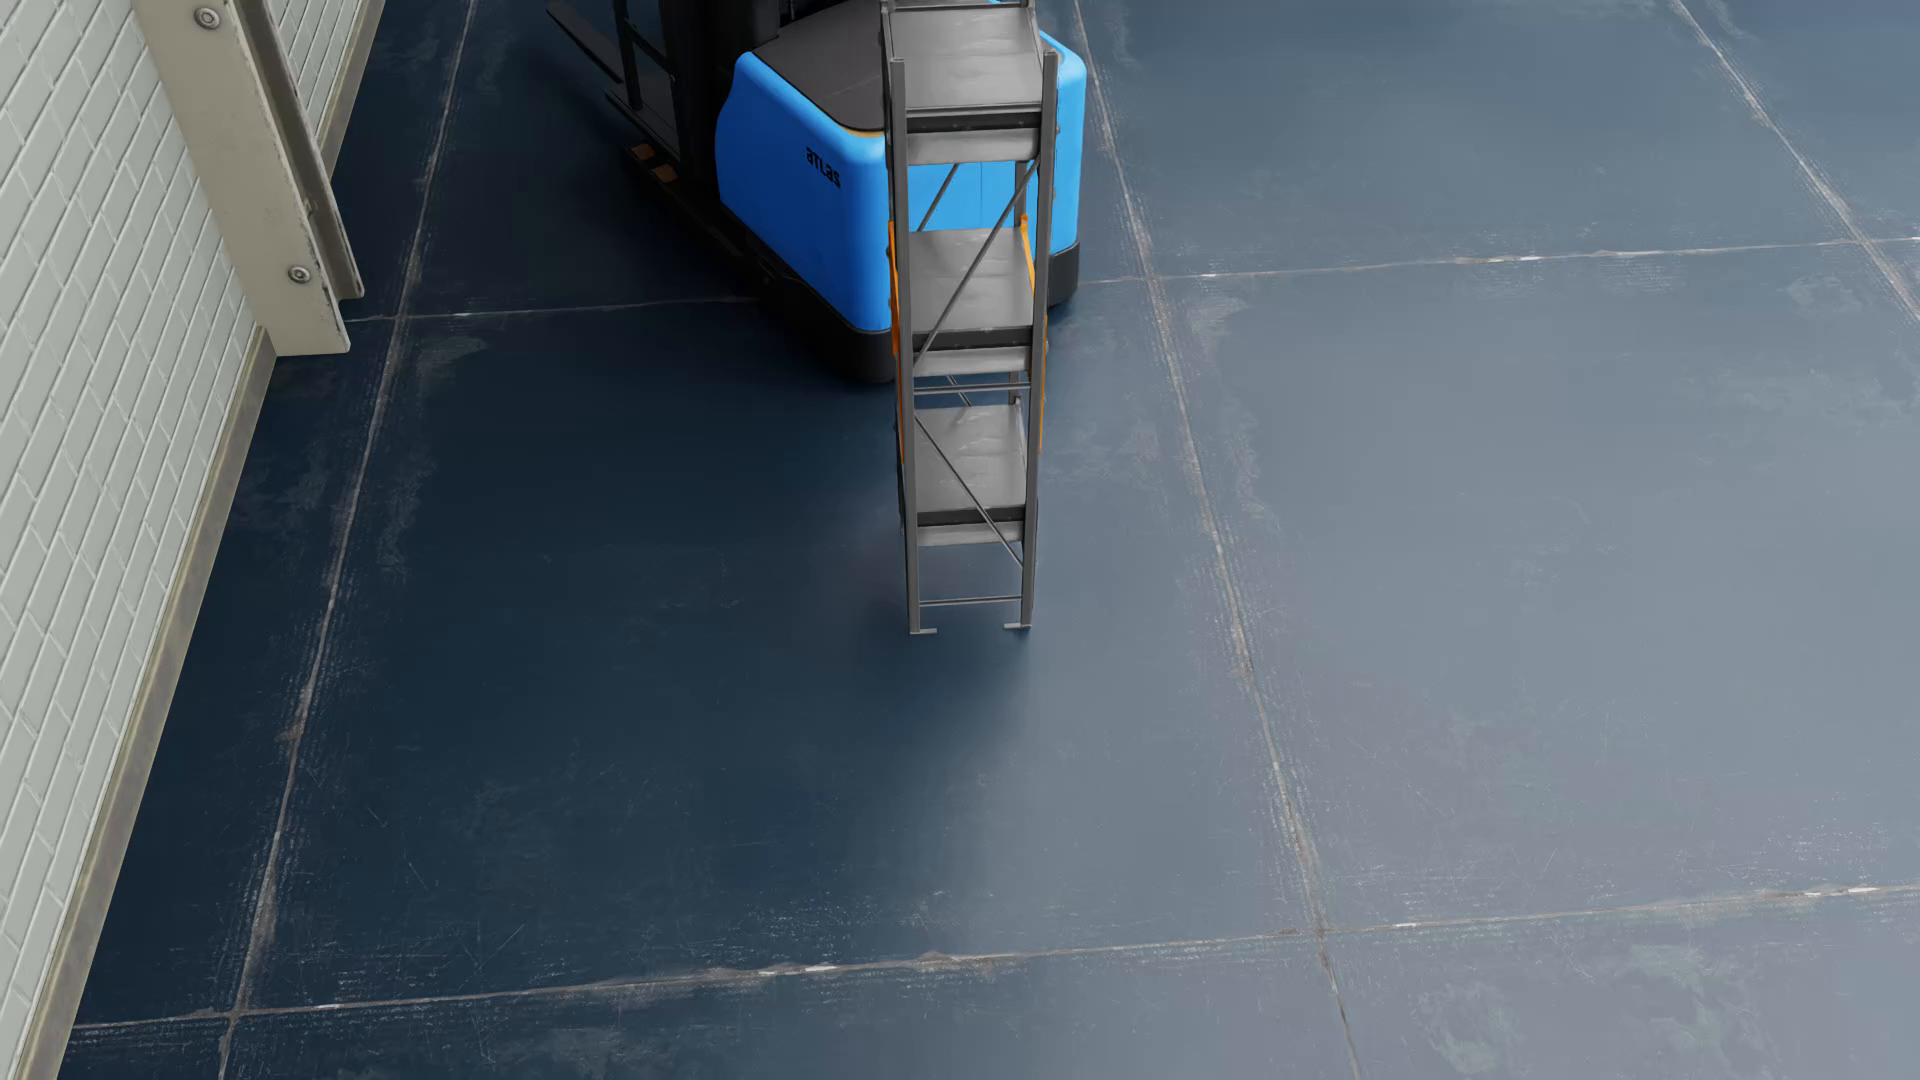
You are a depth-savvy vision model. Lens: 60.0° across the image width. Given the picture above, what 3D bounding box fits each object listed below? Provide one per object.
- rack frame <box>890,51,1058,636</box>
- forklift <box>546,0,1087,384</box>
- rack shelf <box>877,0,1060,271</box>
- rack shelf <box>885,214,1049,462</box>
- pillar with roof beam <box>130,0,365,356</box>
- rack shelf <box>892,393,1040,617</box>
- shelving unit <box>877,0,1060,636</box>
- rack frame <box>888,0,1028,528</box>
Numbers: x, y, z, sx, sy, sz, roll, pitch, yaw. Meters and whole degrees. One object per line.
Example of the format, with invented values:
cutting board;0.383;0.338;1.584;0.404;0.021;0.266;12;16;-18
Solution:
rack frame;0.034;-0.426;4.707;0.400;2.100;0.015;-3;47;-3
forklift;-0.800;-2.625;6.218;1.130;2.935;3.031;-28;52;-24
rack shelf;0.014;-1.074;4.376;0.431;0.518;0.480;-3;47;-3
rack shelf;0.014;-0.593;4.884;0.431;0.518;0.480;-3;47;-3
pillar with roof beam;1.752;-4.217;3.546;9.100;9.000;0.400;-3;47;-3
rack shelf;0.014;-0.112;5.392;0.431;0.518;0.480;-3;47;-3
shelving unit;0.014;-0.602;4.874;0.431;2.100;0.503;-3;47;-3
rack frame;-0.007;-0.779;5.041;0.400;2.100;0.015;-3;47;-3
